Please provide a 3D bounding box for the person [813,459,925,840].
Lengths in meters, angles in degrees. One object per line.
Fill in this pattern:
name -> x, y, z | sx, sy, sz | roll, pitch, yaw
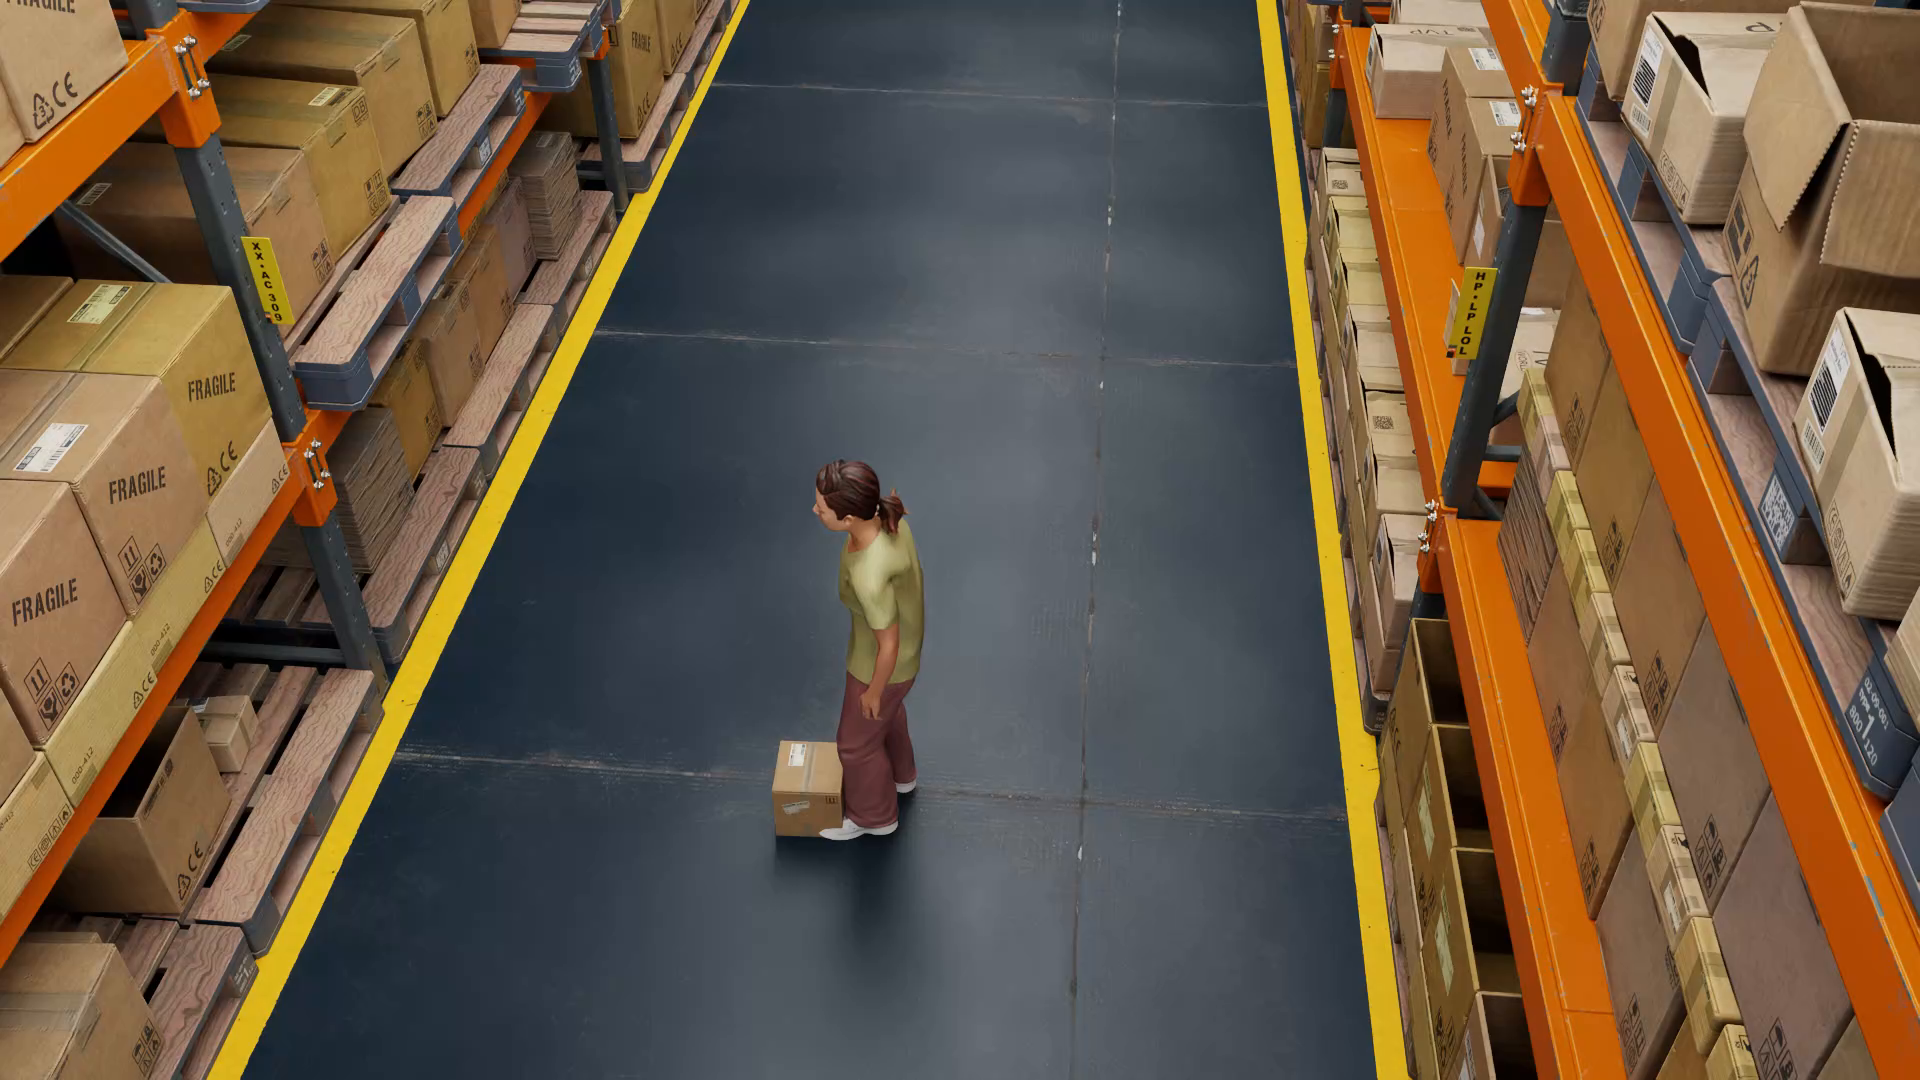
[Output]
person -> -0.327, 0.389, 5.699 | 0.416, 1.671, 0.510 | 1, 40, 1
